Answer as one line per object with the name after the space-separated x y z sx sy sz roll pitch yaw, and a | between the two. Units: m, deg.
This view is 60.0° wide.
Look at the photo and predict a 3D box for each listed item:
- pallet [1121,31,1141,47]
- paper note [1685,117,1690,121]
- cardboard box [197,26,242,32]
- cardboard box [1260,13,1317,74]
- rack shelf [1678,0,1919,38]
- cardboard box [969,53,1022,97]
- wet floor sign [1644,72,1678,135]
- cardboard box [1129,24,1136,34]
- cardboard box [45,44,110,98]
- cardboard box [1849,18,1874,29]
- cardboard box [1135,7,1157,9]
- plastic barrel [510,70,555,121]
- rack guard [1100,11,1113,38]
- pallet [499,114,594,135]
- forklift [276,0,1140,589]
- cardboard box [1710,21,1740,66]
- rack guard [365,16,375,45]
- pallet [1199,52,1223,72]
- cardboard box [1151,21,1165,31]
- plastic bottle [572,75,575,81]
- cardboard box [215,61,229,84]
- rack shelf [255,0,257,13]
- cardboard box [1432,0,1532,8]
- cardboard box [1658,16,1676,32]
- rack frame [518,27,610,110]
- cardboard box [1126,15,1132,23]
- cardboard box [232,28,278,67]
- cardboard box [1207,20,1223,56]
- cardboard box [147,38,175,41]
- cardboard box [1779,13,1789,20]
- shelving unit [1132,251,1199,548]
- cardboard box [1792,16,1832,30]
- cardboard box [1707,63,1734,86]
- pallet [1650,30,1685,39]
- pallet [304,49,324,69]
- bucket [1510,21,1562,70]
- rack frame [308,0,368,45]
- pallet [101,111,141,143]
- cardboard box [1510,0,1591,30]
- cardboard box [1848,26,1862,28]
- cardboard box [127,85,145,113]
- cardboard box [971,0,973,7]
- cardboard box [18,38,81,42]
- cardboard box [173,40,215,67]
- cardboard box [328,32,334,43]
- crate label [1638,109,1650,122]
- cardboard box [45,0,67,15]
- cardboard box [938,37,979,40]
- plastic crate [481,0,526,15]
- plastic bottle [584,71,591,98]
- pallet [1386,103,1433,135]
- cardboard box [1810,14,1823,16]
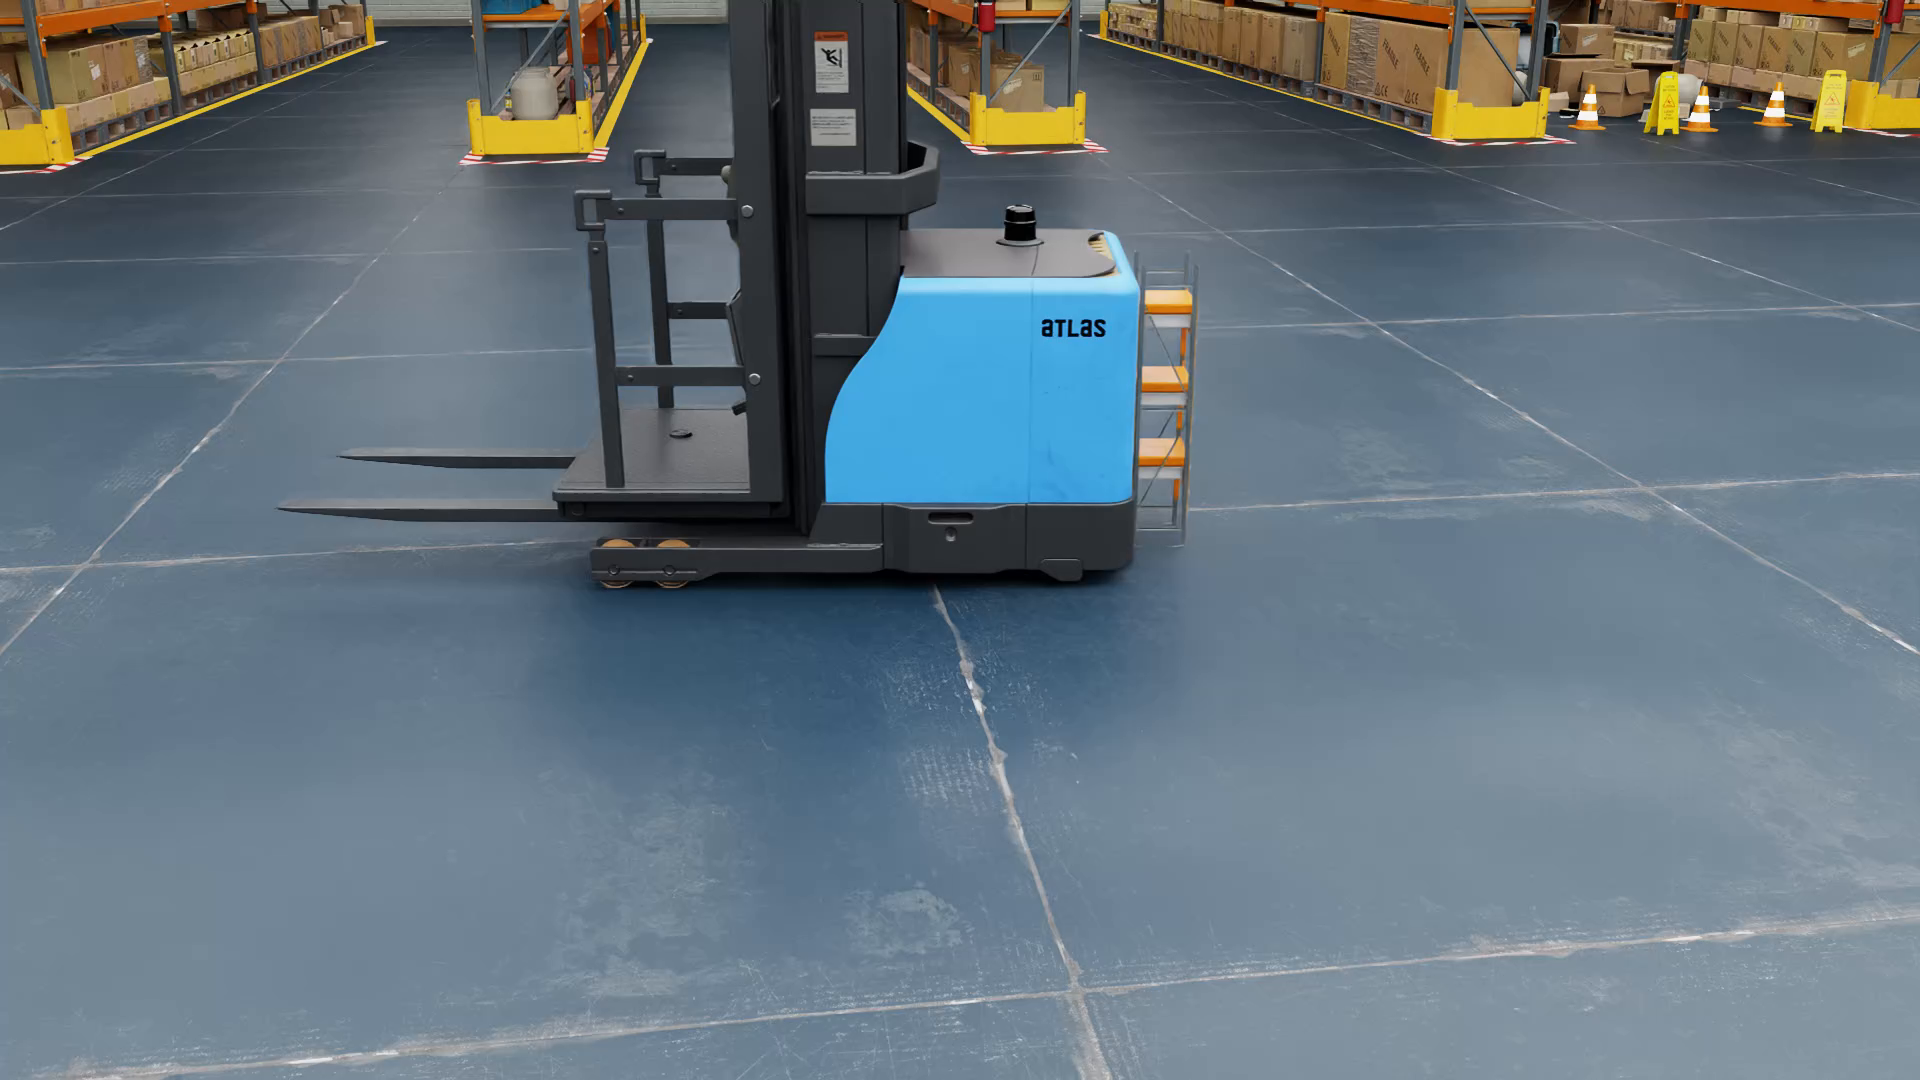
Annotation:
3.589 -9.225 30.614 1.003 0.211 1.213 -3 21 -8 | pallet
8.407 -4.843 19.140 0.148 0.019 0.142 -11 23 -26 | paper note
-10.617 -7.126 23.952 0.500 0.500 0.500 -2 21 -6 | cardboard box
4.739 -6.795 22.737 1.050 0.750 0.750 -3 21 -8 | cardboard box
10.225 -6.363 19.993 1.077 0.370 4.000 -3 21 -8 | rack shelf
0.406 -5.369 19.275 0.500 0.500 0.500 -5 21 -13 | cardboard box
7.593 -4.709 17.903 0.267 0.644 0.232 -7 21 -17 | wet floor sign
3.318 -9.391 30.547 0.380 0.149 0.250 -3 21 -8 | cardboard box
-9.112 -4.811 17.069 0.500 0.500 0.500 -3 21 -8 | cardboard box
14.348 -7.896 25.864 0.875 0.625 0.625 -2 21 -6 | cardboard box
3.403 -9.667 30.435 0.380 0.149 0.250 -3 21 -8 | cardboard box
-4.365 -4.513 16.967 0.421 0.512 0.421 0 20 0 | plastic barrel
3.334 -10.065 32.450 1.175 0.500 0.348 -3 21 -8 | rack guard
-4.364 -4.257 17.311 1.003 0.211 1.213 -3 21 -8 | pallet
-0.905 -1.390 5.748 3.031 2.935 1.130 0 20 1 | forklift
9.844 -6.249 20.919 0.500 0.500 0.500 -2 21 -6 | cardboard box
-11.392 -9.351 30.539 1.175 0.500 0.348 -3 21 -8 | rack guard
4.365 -7.457 25.879 1.003 0.211 1.213 -3 21 -8 | pallet
3.540 -8.971 28.997 0.380 0.149 0.250 -3 21 -7 | cardboard box
-4.416 -5.175 19.039 0.061 0.283 0.133 -3 21 -8 | plastic bottle
-9.708 -5.987 21.289 0.500 0.250 0.500 -3 21 -7 | cardboard box
-10.538 -8.134 24.736 1.077 0.370 4.000 -3 21 -8 | rack shelf
5.531 -5.919 17.562 0.875 0.550 0.550 -3 21 -8 | cardboard box
13.273 -9.631 31.023 0.396 0.266 0.258 -2 21 -6 | cardboard box
-4.771 -6.642 19.714 1.000 3.000 0.127 -3 21 -8 | rack frame
3.313 -9.709 30.974 0.380 0.149 0.250 -4 21 -10 | cardboard box
-10.032 -6.986 23.577 0.500 0.500 0.500 -2 21 -5 | cardboard box
4.123 -7.733 25.605 0.500 0.500 0.500 -3 21 -8 | cardboard box
-10.235 -6.218 21.105 0.500 0.311 0.500 -3 21 -8 | cardboard box
13.858 -8.545 27.779 0.500 0.500 0.500 -2 21 -5 | cardboard box
0.730 -0.507 6.074 0.215 1.050 0.252 0 20 0 | shelving unit
9.987 -6.046 19.448 0.380 0.149 0.250 -3 21 -7 | cardboard box
9.843 -5.899 21.052 0.500 0.250 0.500 -2 21 -5 | cardboard box
13.597 -9.345 30.935 1.003 0.211 1.213 -3 21 -8 | pallet
-10.672 -7.578 26.203 1.003 0.211 1.213 -3 21 -8 | pallet
7.354 -6.355 21.451 0.726 0.611 0.620 4 11 11 | bucket
-11.403 -10.549 30.172 1.000 3.000 0.127 -3 21 -8 | rack frame
-9.421 -4.387 17.660 1.003 0.211 1.213 -3 21 -8 | pallet
9.343 -8.222 26.378 0.875 0.875 0.875 -3 21 -8 | cardboard box
10.523 -5.923 20.046 0.500 0.500 0.500 -3 21 -7 | cardboard box
-9.241 -4.807 18.129 0.500 0.250 0.500 -3 21 -8 | cardboard box
0.318 -5.736 17.645 0.380 0.149 0.250 -3 21 -8 | cardboard box
-9.772 -5.131 17.925 0.500 0.500 0.500 -3 21 -8 | cardboard box
-9.629 -6.074 20.719 0.500 0.311 0.500 -4 21 -10 | cardboard box
-10.807 -8.498 28.102 0.380 0.166 0.250 -3 21 -8 | cardboard box
7.951 -4.845 18.993 0.250 0.136 0.298 -15 25 -35 | crate label
-9.231 -5.400 16.243 0.700 0.500 0.500 -2 21 -6 | cardboard box
0.013 -6.307 21.760 0.700 0.500 0.500 -3 21 -8 | cardboard box
-4.562 -5.346 16.455 0.499 0.251 0.616 -3 21 -8 | plastic crate
-4.319 -5.221 19.065 0.144 0.351 0.185 -3 21 -8 | plastic bottle
5.437 -4.689 18.469 1.003 0.211 1.213 -3 21 -8 | pallet
13.950 -8.516 26.776 0.380 0.149 0.250 -4 21 -10 | cardboard box
